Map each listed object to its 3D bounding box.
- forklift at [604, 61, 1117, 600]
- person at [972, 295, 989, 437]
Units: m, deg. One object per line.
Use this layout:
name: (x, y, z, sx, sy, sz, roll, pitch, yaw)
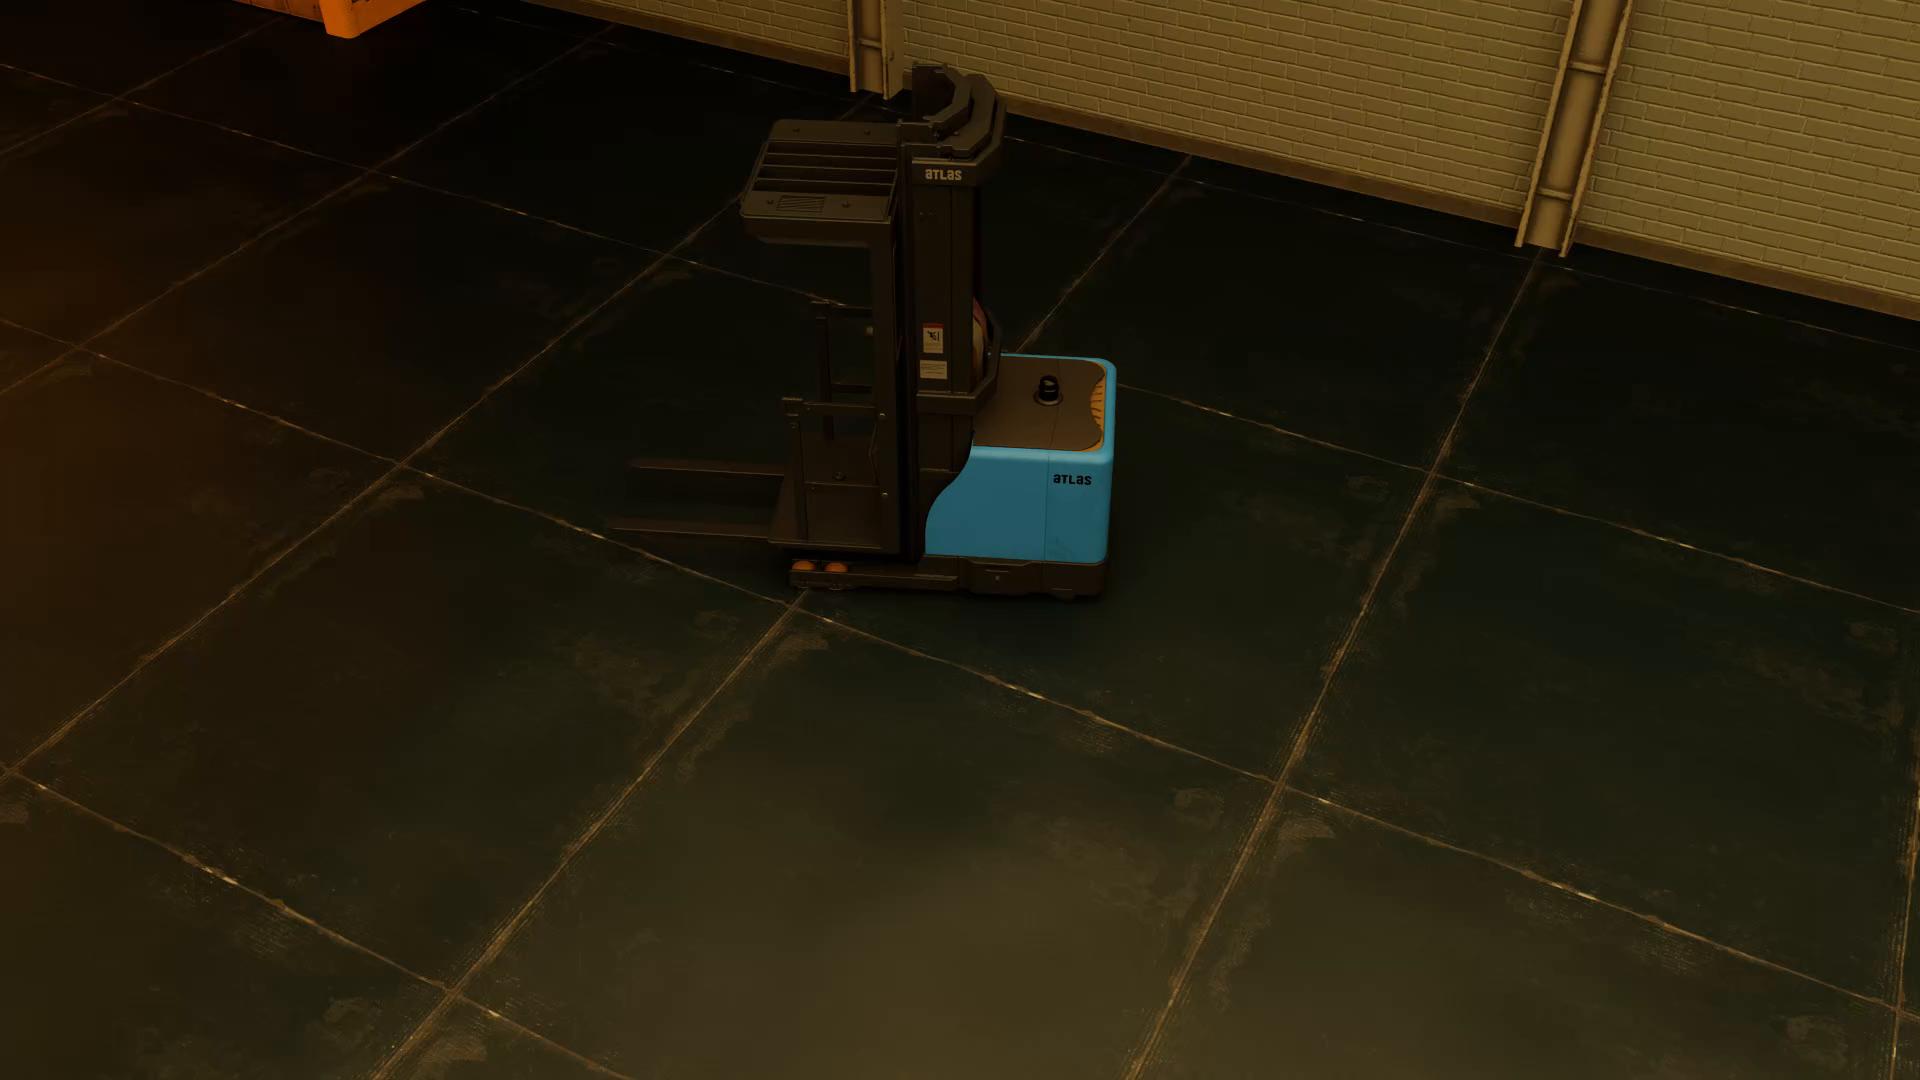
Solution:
forklift: (-0.606, -1.157, 9.360, 3.031, 2.935, 1.130, 3, 40, 4)
person: (-0.006, -0.830, 9.559, 0.326, 1.711, 0.567, 18, 43, 21)
